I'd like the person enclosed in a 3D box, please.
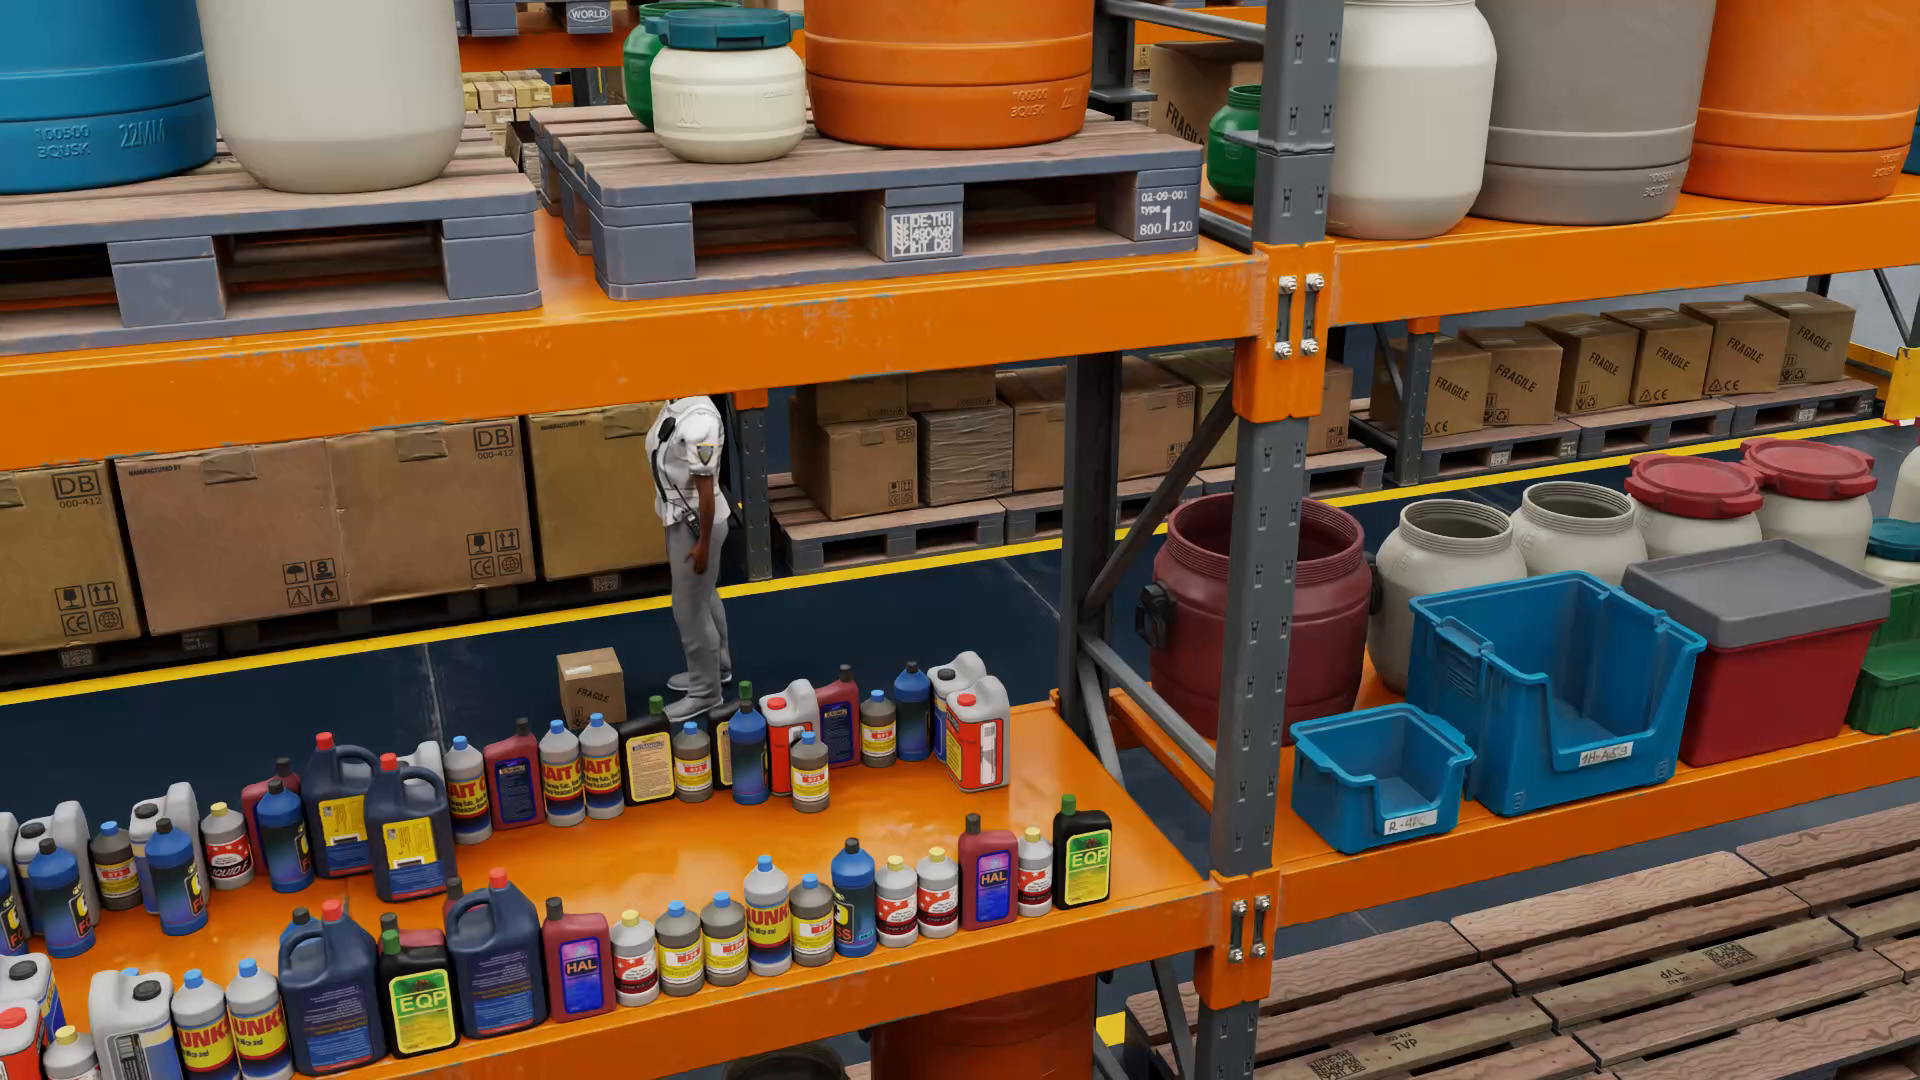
[{"bbox_3d":[-1.197,-0.061,7.220,0.389,1.681,0.451,-8,24,-19],"label":"person"}]
